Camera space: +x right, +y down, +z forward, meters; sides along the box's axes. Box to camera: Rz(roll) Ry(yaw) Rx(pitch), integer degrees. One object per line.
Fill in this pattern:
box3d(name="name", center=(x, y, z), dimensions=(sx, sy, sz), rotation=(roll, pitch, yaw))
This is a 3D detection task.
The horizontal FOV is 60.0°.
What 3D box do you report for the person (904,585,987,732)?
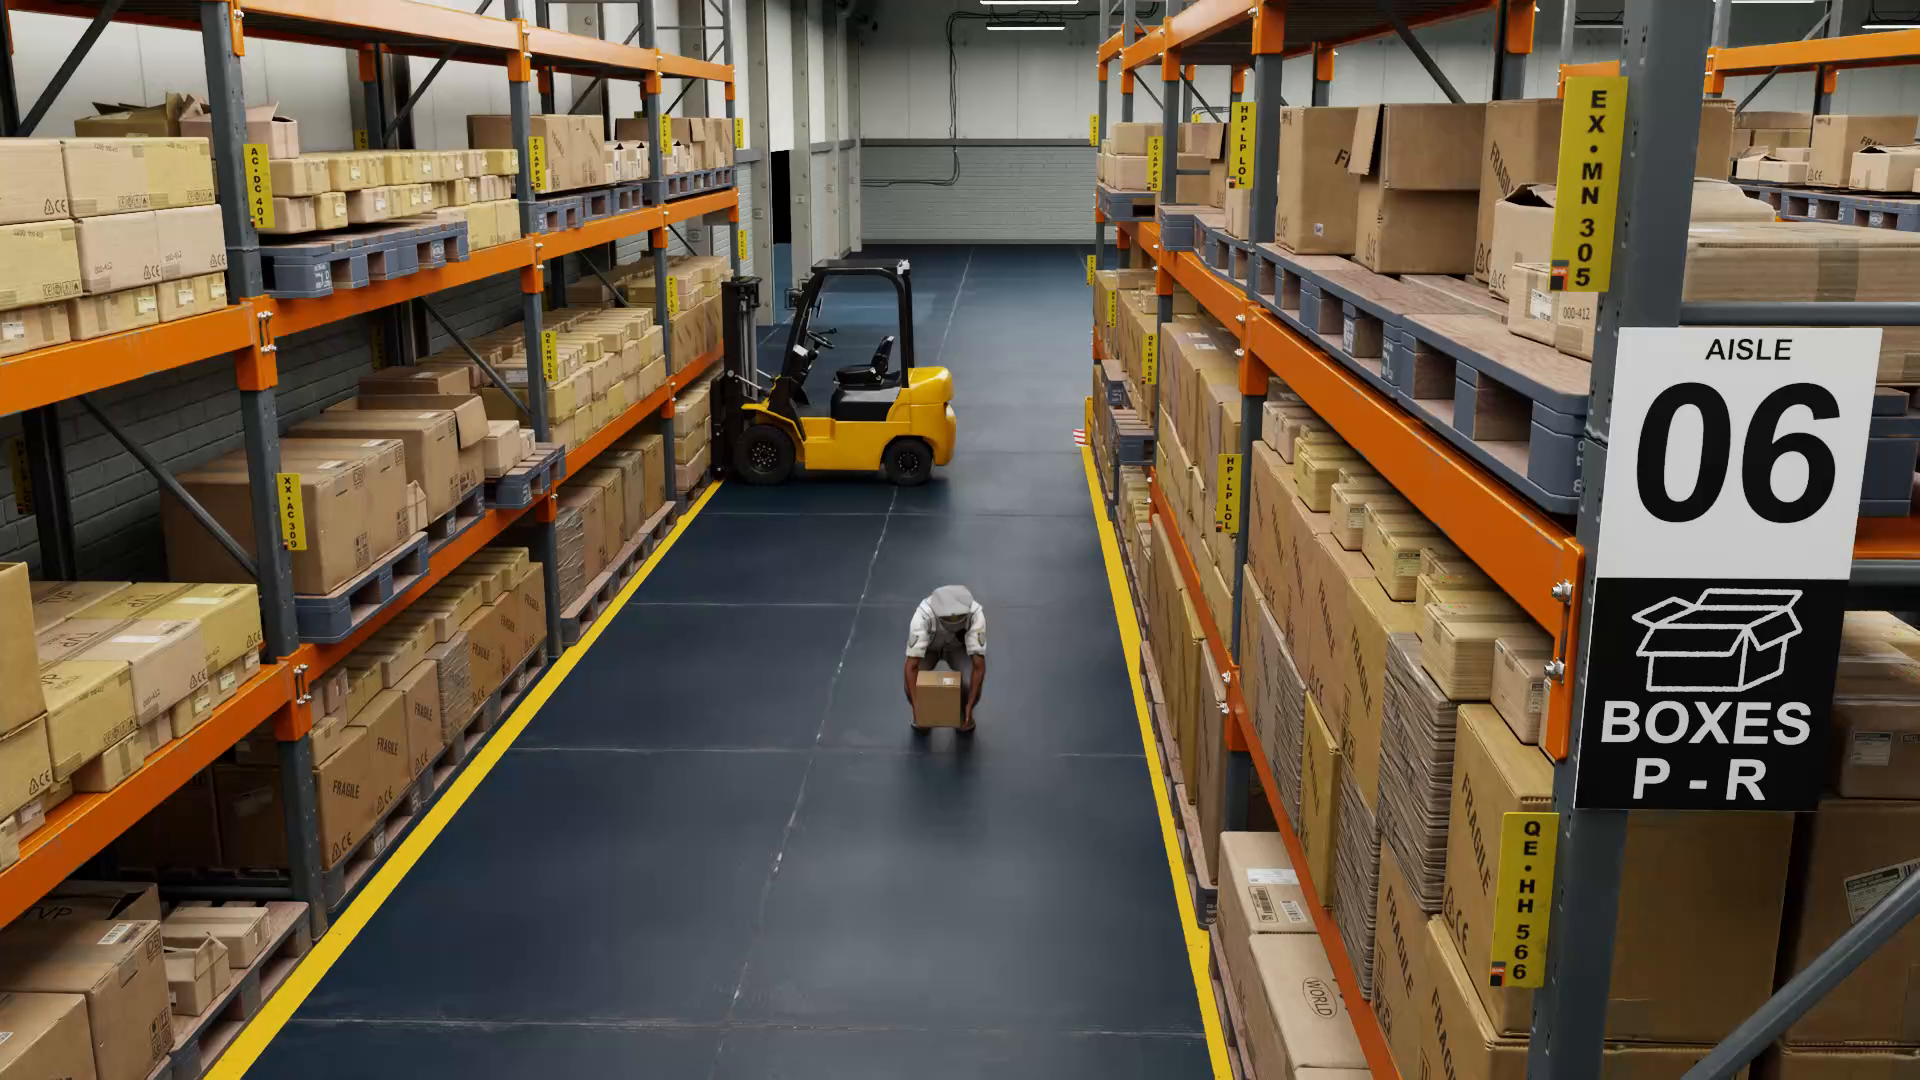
box3d(name="person", center=(-0.086, 0.674, 9.771), dimensions=(0.485, 0.961, 0.837), rotation=(0, 14, 1))
